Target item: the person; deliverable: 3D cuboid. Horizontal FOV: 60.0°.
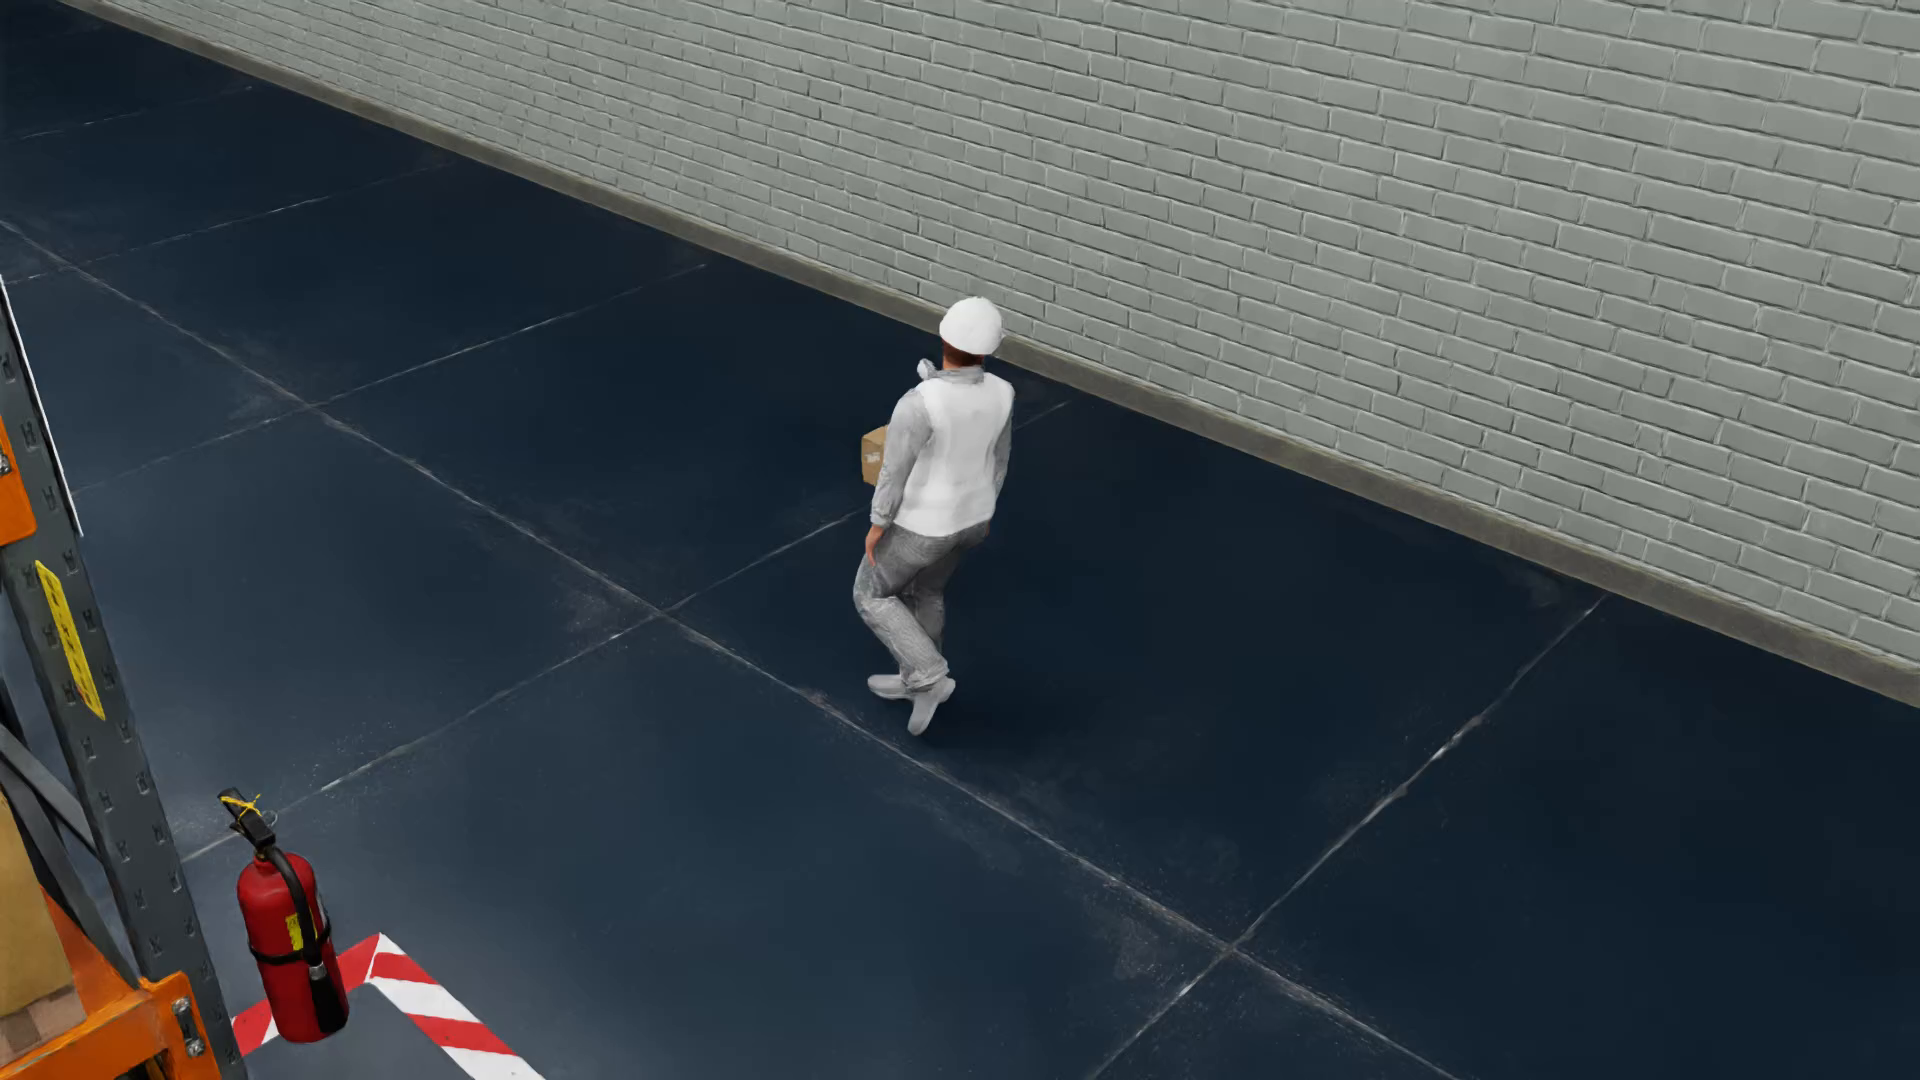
[{"bbox_3d":[-0.092,-0.102,6.312,0.536,1.743,0.593,27,40,37],"label":"person"}]
